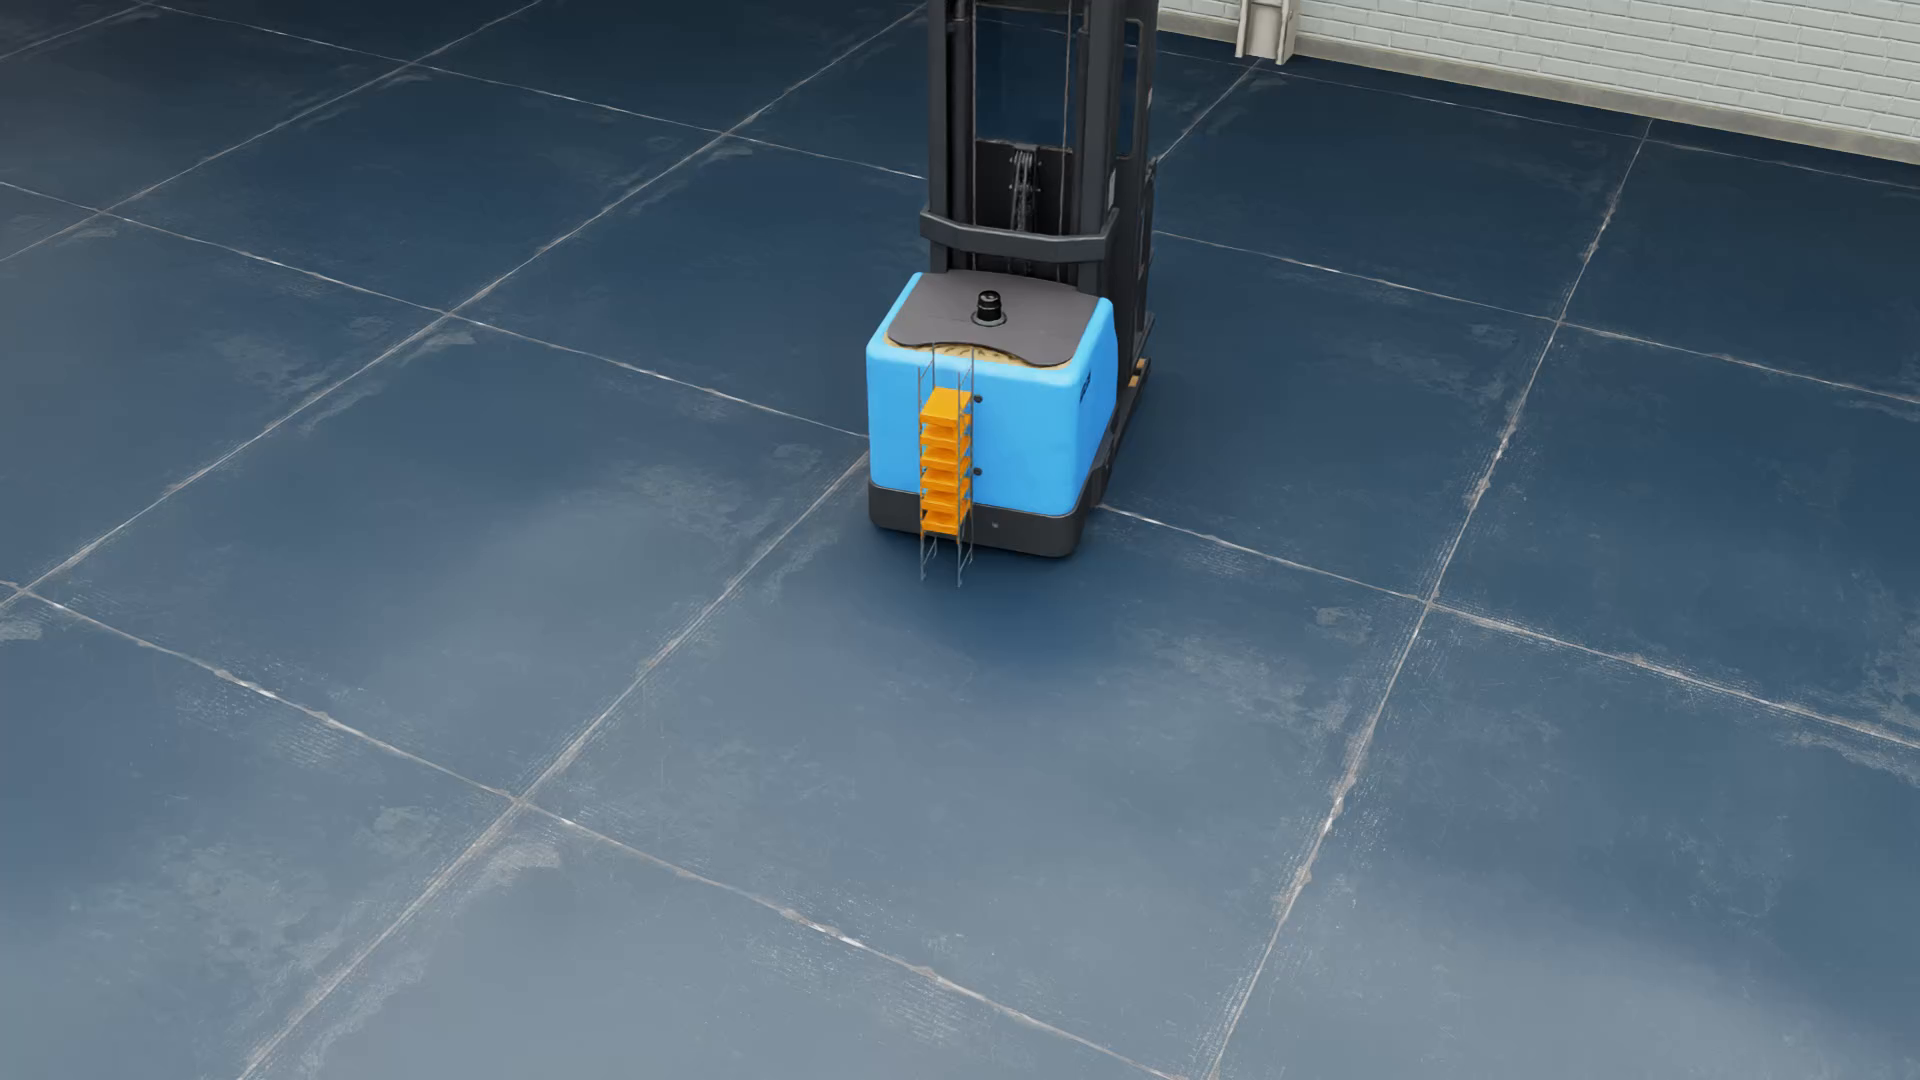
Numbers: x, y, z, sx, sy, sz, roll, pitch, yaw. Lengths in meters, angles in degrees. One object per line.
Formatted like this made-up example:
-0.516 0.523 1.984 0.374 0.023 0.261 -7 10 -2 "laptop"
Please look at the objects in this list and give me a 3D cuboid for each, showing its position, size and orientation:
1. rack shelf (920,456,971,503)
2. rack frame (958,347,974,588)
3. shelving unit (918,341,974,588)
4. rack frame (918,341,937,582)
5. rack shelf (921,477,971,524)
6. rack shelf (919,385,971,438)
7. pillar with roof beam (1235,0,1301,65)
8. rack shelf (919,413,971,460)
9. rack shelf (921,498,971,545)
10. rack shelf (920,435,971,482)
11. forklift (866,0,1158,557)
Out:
-0.062 -0.296 7.741 0.180 0.103 0.258 10 38 13 "rack shelf"
0.026 -0.316 7.693 0.006 1.200 0.240 10 38 13 "rack frame"
-0.062 -0.332 7.714 0.189 1.200 0.258 10 38 13 "shelving unit"
-0.149 -0.347 7.734 0.006 1.200 0.240 10 38 13 "rack frame"
-0.062 -0.201 7.813 0.180 0.103 0.258 10 38 13 "rack shelf"
-0.062 -0.583 7.523 0.180 0.103 0.258 10 38 13 "rack shelf"
0.483 -5.199 7.676 0.400 9.000 9.100 17 41 21 "pillar with roof beam"
-0.062 -0.487 7.595 0.180 0.103 0.258 10 38 13 "rack shelf"
-0.061 -0.105 7.886 0.180 0.103 0.258 10 38 13 "rack shelf"
-0.062 -0.392 7.668 0.180 0.103 0.258 10 38 13 "rack shelf"
0.449 -1.978 8.452 1.130 2.935 3.031 10 38 13 "forklift"
